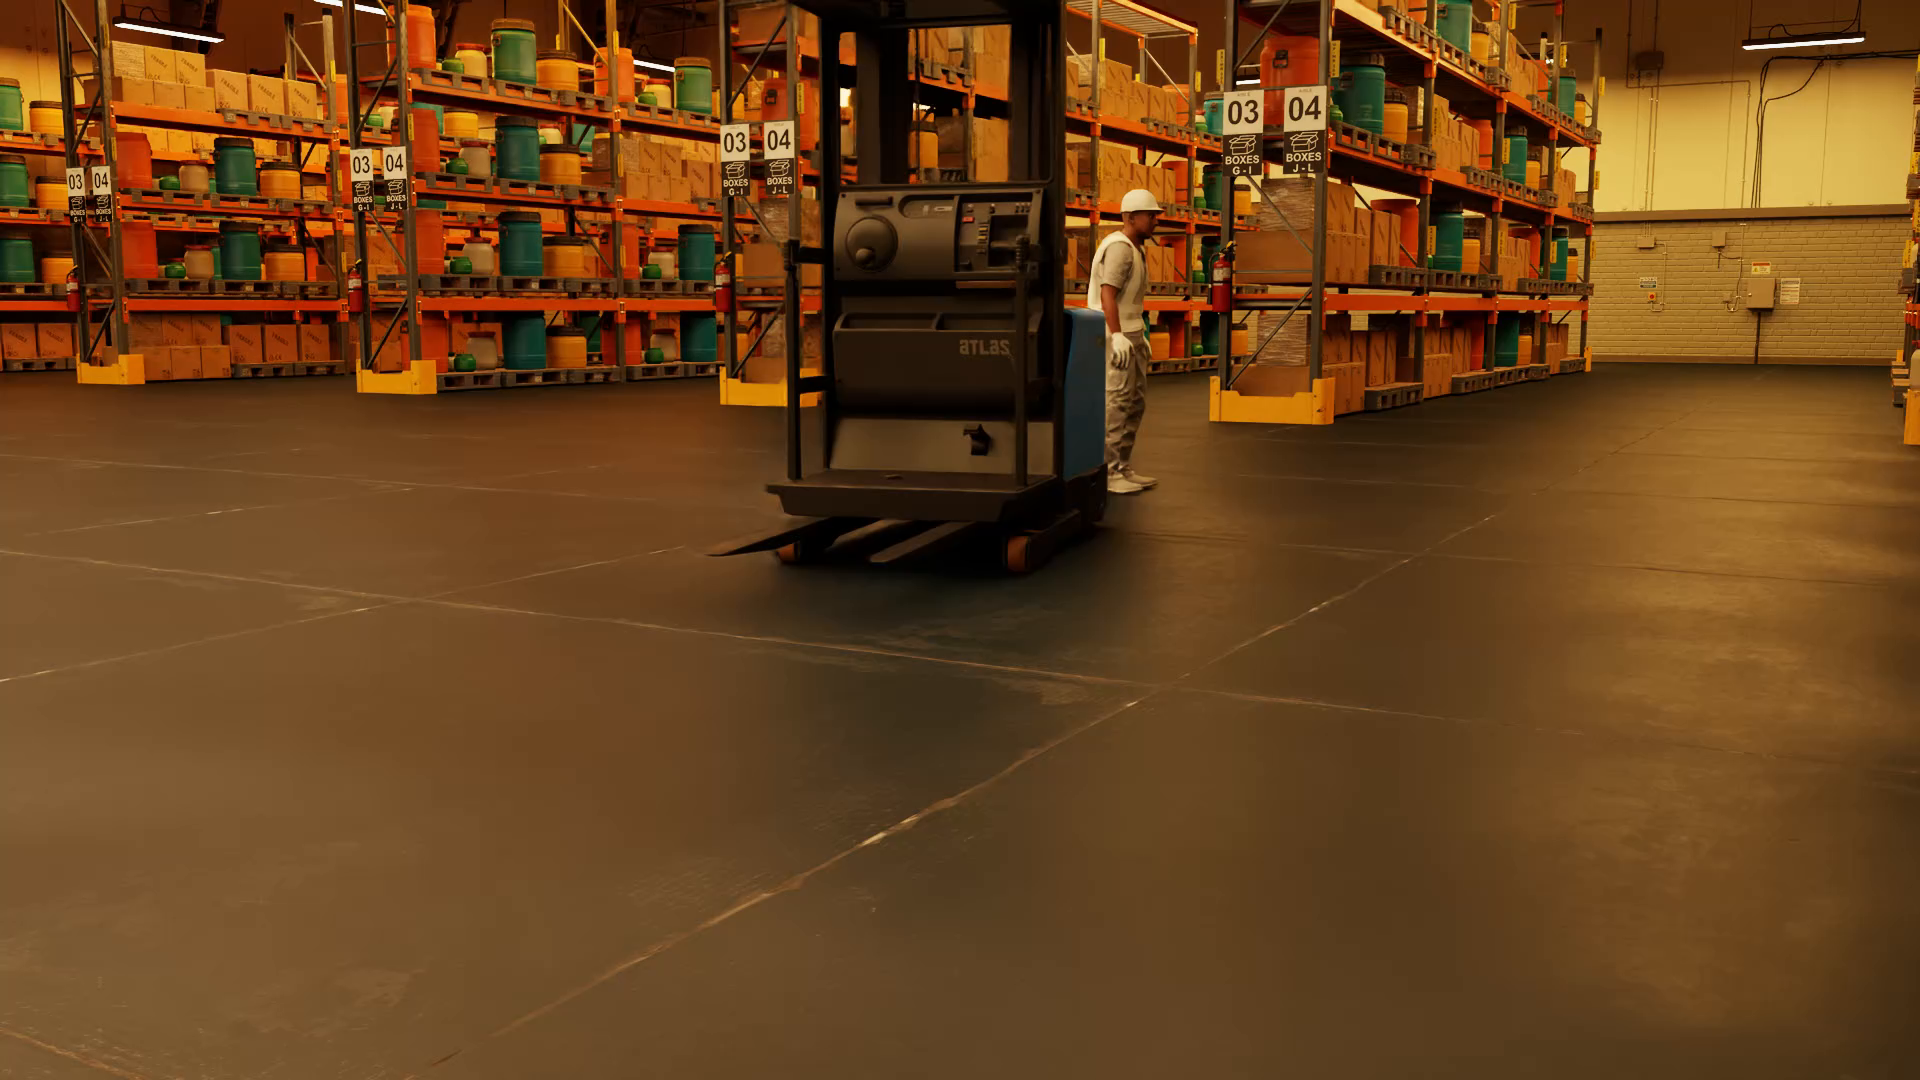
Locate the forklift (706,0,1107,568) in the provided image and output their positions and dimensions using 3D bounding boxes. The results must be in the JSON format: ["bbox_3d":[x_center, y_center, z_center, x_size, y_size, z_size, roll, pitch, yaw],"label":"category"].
[{"bbox_3d":[-0.154,-1.369,7.013,1.130,2.935,3.031,2,8,16],"label":"forklift"}]

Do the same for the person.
[{"bbox_3d":[0.988,-1.181,9.887,0.444,1.776,0.632,3,8,20],"label":"person"}]
